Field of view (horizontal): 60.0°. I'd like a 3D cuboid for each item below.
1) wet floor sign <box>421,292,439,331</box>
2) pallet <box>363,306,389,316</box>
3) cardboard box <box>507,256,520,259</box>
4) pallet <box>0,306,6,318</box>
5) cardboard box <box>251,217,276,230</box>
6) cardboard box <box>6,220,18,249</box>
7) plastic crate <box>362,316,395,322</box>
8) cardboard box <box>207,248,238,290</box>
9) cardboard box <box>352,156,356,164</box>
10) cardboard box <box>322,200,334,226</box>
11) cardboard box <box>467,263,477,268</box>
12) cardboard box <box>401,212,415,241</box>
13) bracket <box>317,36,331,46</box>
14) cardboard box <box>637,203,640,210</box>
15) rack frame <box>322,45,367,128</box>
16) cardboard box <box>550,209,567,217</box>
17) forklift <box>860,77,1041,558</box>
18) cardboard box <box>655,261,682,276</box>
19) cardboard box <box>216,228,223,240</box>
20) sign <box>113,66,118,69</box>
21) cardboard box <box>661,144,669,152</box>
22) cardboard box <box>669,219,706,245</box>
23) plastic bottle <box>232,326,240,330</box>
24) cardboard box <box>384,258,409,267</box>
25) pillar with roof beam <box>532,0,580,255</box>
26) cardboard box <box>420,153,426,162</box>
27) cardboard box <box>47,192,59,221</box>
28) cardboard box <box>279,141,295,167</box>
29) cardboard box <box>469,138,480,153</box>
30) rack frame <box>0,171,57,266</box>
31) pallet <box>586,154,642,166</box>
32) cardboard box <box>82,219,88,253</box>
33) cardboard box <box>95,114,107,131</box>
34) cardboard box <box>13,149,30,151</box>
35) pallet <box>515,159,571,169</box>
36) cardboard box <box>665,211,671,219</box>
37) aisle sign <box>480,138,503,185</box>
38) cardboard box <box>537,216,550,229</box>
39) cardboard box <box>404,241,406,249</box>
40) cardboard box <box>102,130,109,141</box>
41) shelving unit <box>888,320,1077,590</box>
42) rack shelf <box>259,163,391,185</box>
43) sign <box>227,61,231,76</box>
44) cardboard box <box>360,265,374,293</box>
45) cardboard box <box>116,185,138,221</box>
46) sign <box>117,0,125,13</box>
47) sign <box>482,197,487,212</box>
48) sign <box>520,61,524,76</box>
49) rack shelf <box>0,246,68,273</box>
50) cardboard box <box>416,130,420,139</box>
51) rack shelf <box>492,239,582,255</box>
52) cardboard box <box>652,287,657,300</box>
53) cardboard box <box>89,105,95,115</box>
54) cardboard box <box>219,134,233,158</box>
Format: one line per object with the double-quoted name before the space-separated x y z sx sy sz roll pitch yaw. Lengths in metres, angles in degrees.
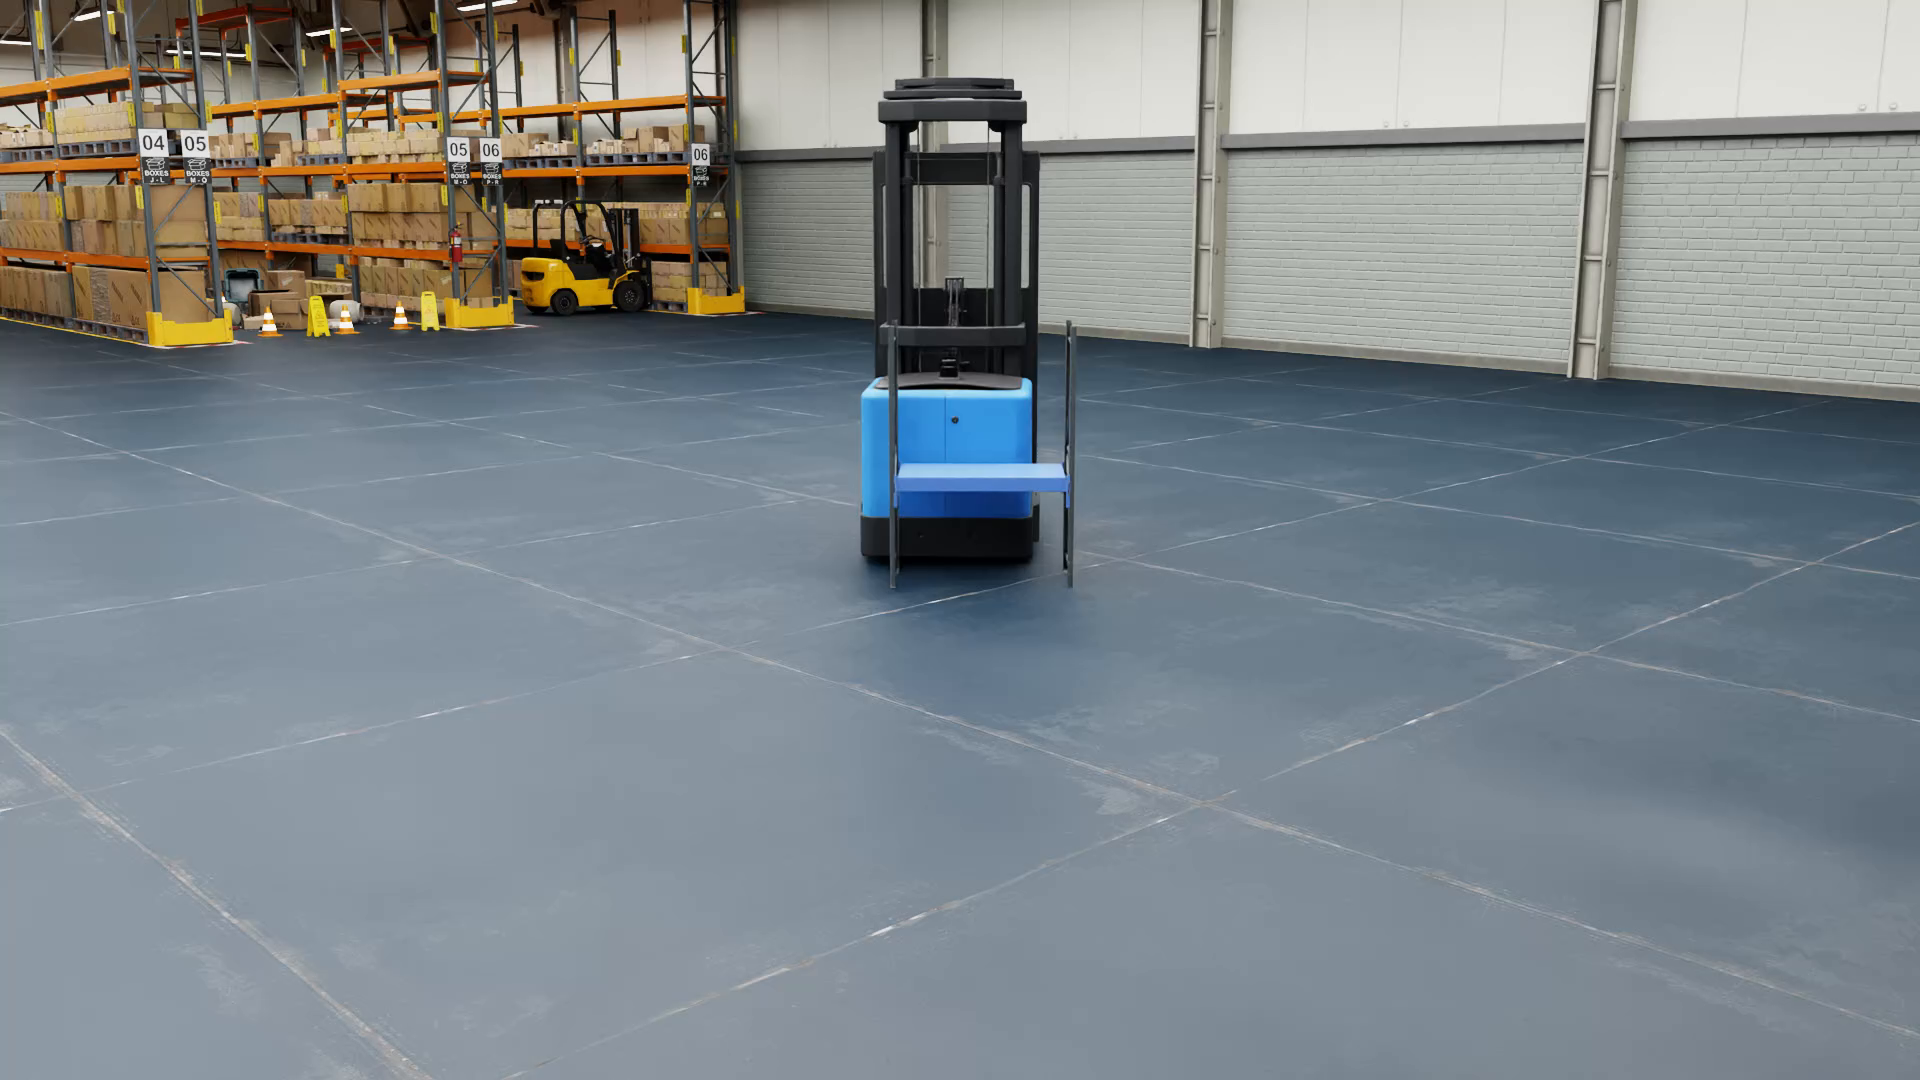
"wet floor sign" -8.987 -3.880 28.147 0.267 0.644 0.232 -5 13 -23
"pallet" -10.618 -4.335 31.430 1.003 0.211 1.213 -11 16 -43
"cardboard box" -10.417 -6.489 38.519 0.380 0.149 0.250 -10 15 -40
"pallet" -17.918 -4.422 31.851 1.003 0.211 1.213 -11 16 -43
"cardboard box" -14.388 -6.585 34.570 0.500 0.250 0.500 -11 16 -43
"cardboard box" -16.912 -5.545 30.146 0.500 0.500 0.500 -11 16 -43
"plastic crate" -10.616 -4.021 30.229 0.583 0.080 0.402 6 13 26
"cardboard box" -16.146 -6.047 37.055 0.875 0.875 0.875 -10 15 -41
"cardboard box" -11.069 -7.060 30.933 0.380 0.149 0.250 -11 16 -43
"cardboard box" -11.935 -6.302 32.041 0.500 0.500 0.500 -11 16 -42
"cardboard box" -11.068 -6.158 38.520 0.500 0.500 0.500 -11 16 -43
"cardboard box" -9.604 -5.593 29.640 0.500 0.500 0.500 -11 16 -43
"bracket" -16.987 -13.348 44.478 0.235 0.232 0.430 -11 16 -43
"cardboard box" -6.221 -6.661 33.216 0.380 0.149 0.250 -11 16 -42
"rack frame" -15.807 -11.176 42.856 1.000 3.000 0.127 -11 16 -43
"cardboard box" -8.516 -6.970 35.453 0.250 0.149 0.380 11 16 43
"forklift" -0.011 -1.568 11.259 1.130 2.935 3.031 1 12 3
"cardboard box" -5.658 -5.349 32.735 0.500 0.250 0.500 -11 16 -42
"cardboard box" -15.818 -6.635 36.053 0.500 0.250 0.500 -11 16 -43
"sign" -19.800 -10.942 39.015 0.100 0.325 0.005 -11 16 -43
"cardboard box" -5.549 -7.582 32.179 0.250 0.149 0.380 11 16 44
"cardboard box" -5.287 -5.987 32.288 0.500 0.500 0.500 -11 16 -44
"plastic bottle" -12.345 -3.586 28.165 0.133 0.061 0.283 6 13 26
"cardboard box" -10.308 -5.074 30.414 0.380 0.149 0.250 -10 15 -39
"pillar with roof beam" -11.843 -9.344 33.963 9.100 9.000 0.548 -11 16 -43
"cardboard box" -9.148 -6.645 28.919 0.380 0.149 0.250 -10 15 -41
"cardboard box" -15.321 -5.775 28.781 0.700 0.500 0.500 -11 16 -43
"cardboard box" -13.222 -7.756 33.443 0.700 0.500 0.500 -11 16 -43
"cardboard box" -8.499 -6.862 28.986 0.500 0.250 0.500 -11 16 -44
"rack frame" -17.380 -5.673 31.015 1.000 3.000 0.127 -11 16 -43
"pallet" -6.912 -7.791 34.080 1.003 0.211 1.213 -11 16 -43
"cardboard box" -13.958 -5.034 27.539 0.875 0.550 0.550 -11 16 -43
"cardboard box" -13.086 -6.481 25.847 0.500 0.250 0.500 -11 16 -43
"cardboard box" -17.582 -7.312 31.286 0.500 0.500 0.500 -11 16 -43
"pallet" -8.974 -8.197 36.300 1.003 0.211 1.213 -10 15 -40
"cardboard box" -5.532 -6.360 32.494 0.380 0.149 0.250 -11 16 -42
"aisle sign" -8.078 -6.518 28.671 0.394 0.787 0.004 -11 16 -43
"cardboard box" -8.753 -6.843 35.826 0.500 0.250 0.500 -10 16 -41
"cardboard box" -9.799 -5.338 30.009 0.380 0.149 0.250 -11 16 -43
"cardboard box" -13.033 -6.256 25.745 0.380 0.149 0.250 -11 16 -43
"shelving unit" 0.125 -0.502 9.630 1.048 1.500 0.538 0 12 0
"rack shelf" -12.488 -7.203 32.788 1.077 0.370 4.000 -11 16 -43
"sign" -16.248 -10.474 36.936 0.100 0.325 0.005 -11 16 -43
"cardboard box" -10.895 -4.897 31.160 0.500 0.500 0.500 -10 15 -40
"cardboard box" -12.530 -5.235 25.840 0.875 0.550 0.550 -11 16 -43
"sign" -12.257 -7.867 24.283 0.100 0.325 0.005 -11 16 -43
"sign" -10.668 -7.521 37.312 0.100 0.325 0.005 -11 16 -43
"sign" -9.883 -10.621 37.457 0.100 0.325 0.005 -11 16 -43
"rack shelf" -15.999 -5.029 29.671 1.077 0.370 4.000 -11 16 -43
"cardboard box" -9.270 -7.077 29.041 0.380 0.149 0.250 -11 16 -42
"rack shelf" -8.901 -6.426 36.450 1.077 0.370 4.000 -11 16 -43
"cardboard box" -5.986 -4.934 33.201 0.500 0.250 0.500 -11 16 -42
"cardboard box" -13.386 -6.722 26.027 0.380 0.149 0.250 -11 16 -42
"cardboard box" -15.296 -8.318 35.132 0.500 0.500 0.500 -11 16 -42
